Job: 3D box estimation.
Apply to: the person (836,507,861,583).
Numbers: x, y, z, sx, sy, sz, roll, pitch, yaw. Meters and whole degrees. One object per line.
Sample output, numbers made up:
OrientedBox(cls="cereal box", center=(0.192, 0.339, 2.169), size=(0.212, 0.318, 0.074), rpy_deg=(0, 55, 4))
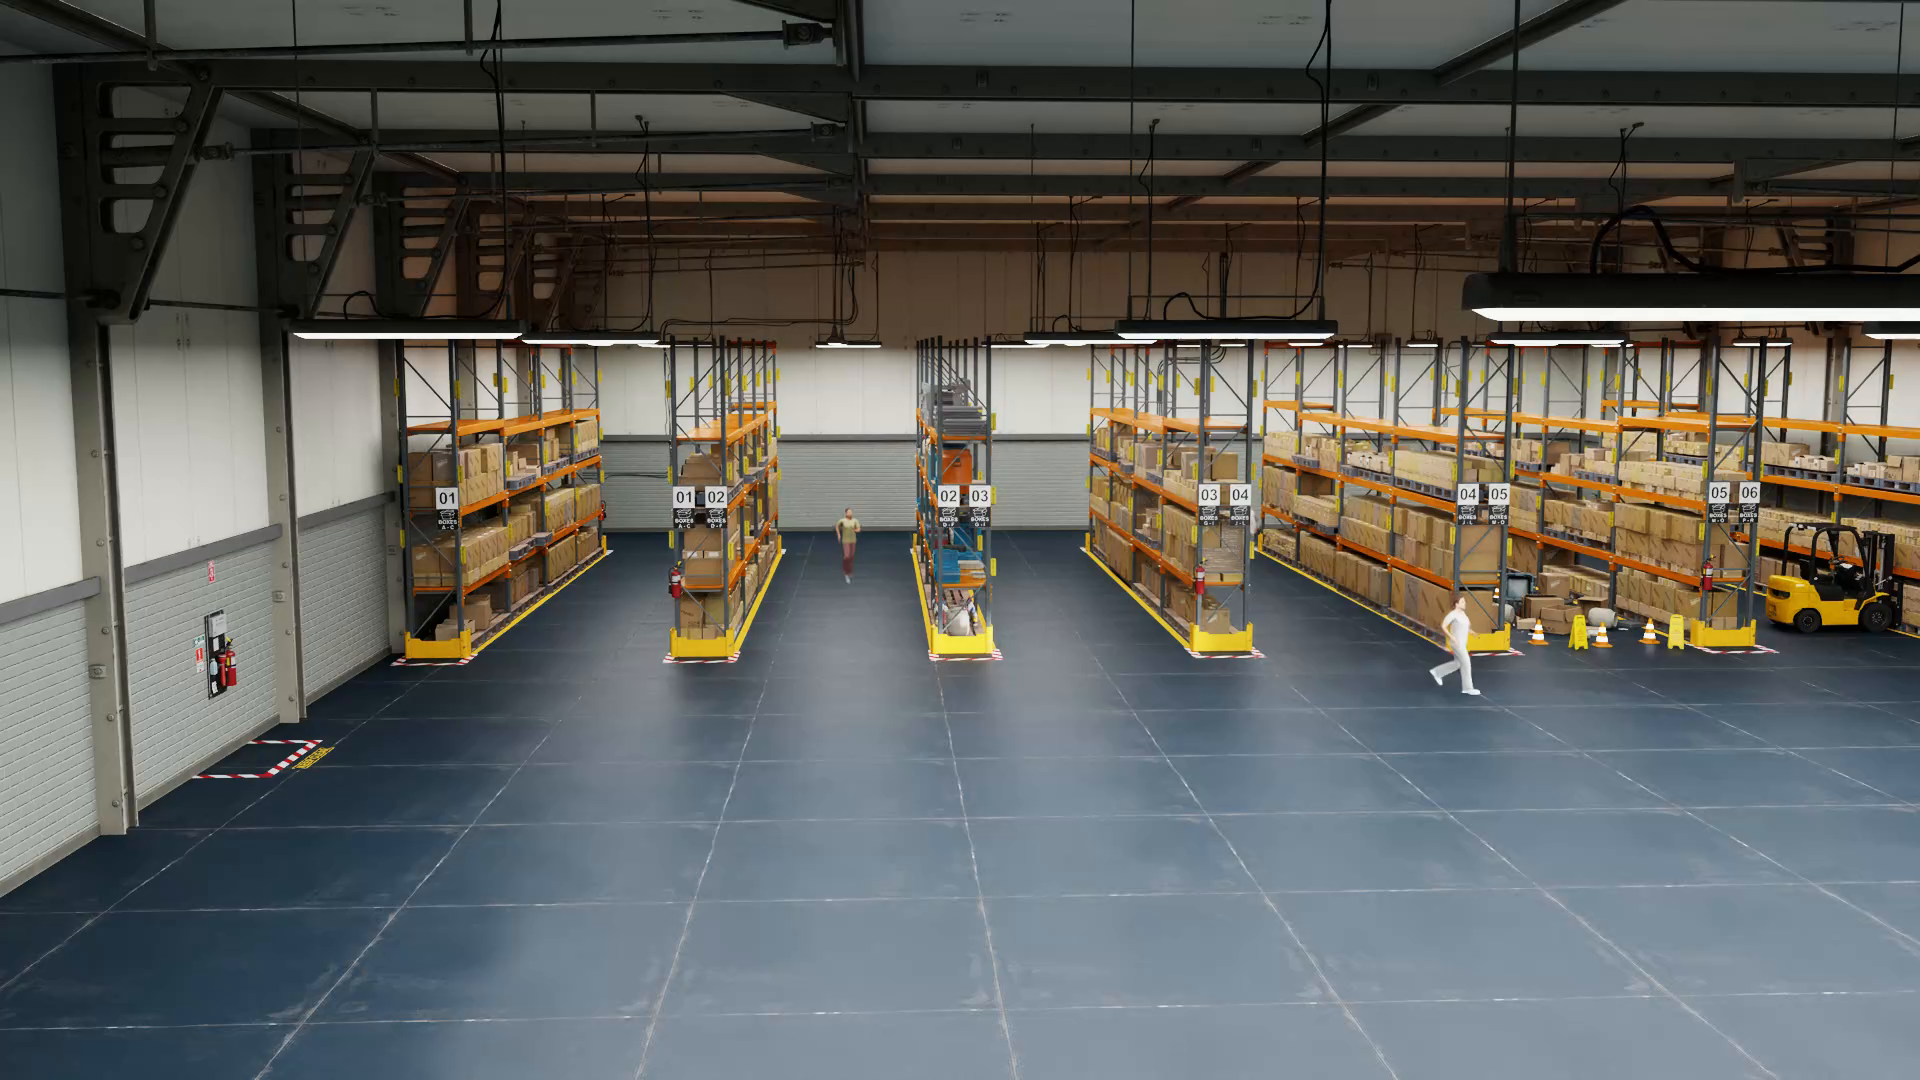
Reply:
OrientedBox(cls="person", center=(-2.643, 0.106, 39.721), size=(0.545, 1.773, 0.701), rpy_deg=(-2, 7, -18))

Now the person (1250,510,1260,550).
OrientedBox(cls="person", center=(7.694, -0.182, 44.497), size=(0.661, 1.740, 0.544), rpy_deg=(0, 6, 2))

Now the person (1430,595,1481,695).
OrientedBox(cls="person", center=(8.305, 1.732, 27.844), size=(0.907, 1.645, 0.593), rpy_deg=(5, 8, 39))
